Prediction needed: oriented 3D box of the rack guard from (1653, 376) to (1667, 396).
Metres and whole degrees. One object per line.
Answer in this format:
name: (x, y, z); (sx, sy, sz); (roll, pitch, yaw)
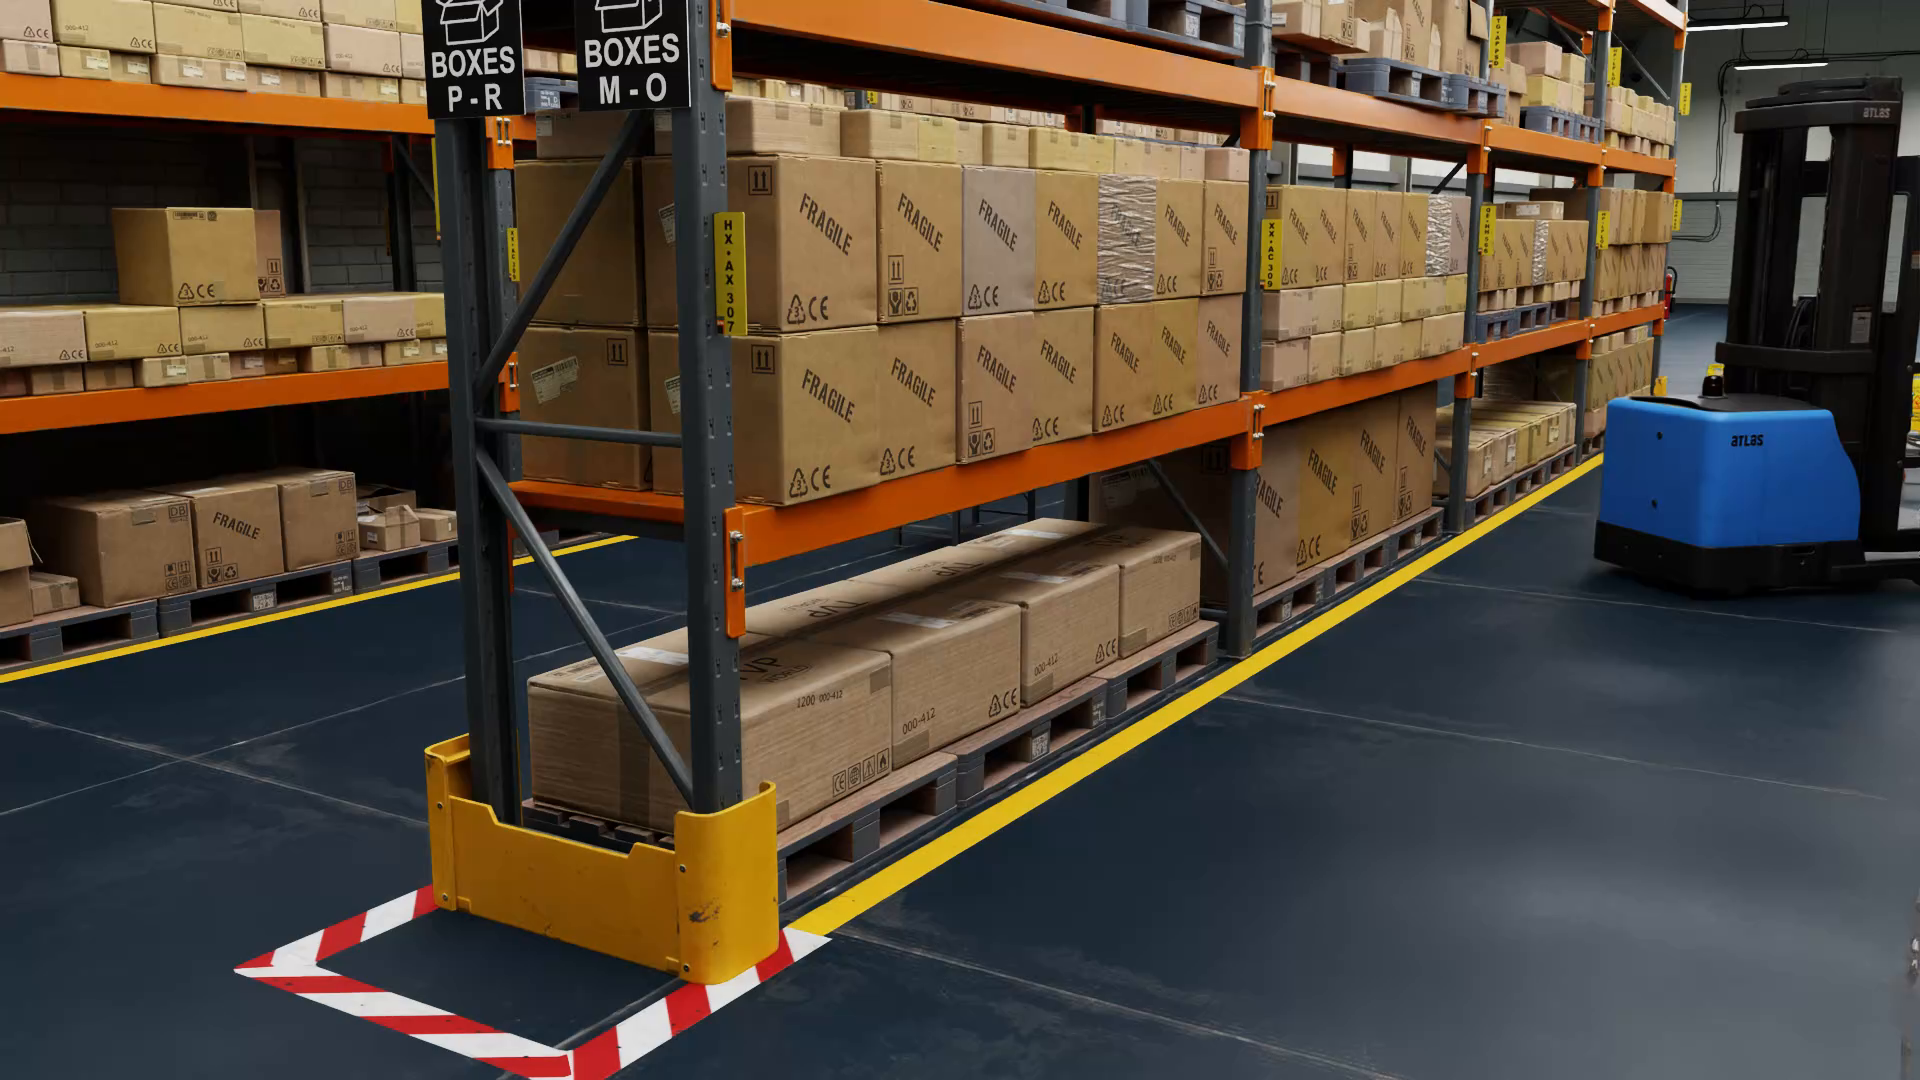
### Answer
rack guard: (7.180, -1.579, 18.446); (1.175, 0.500, 0.348); (6, 12, 31)

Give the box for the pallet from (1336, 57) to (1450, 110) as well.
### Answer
pallet: (2.199, -2.661, 9.792); (1.003, 0.211, 1.213); (7, 13, 33)

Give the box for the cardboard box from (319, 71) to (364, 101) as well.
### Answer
cardboard box: (-3.597, -2.555, 9.394); (0.380, 0.149, 0.250); (6, 12, 30)

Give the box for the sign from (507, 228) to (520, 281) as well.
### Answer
sign: (-2.787, -1.781, 10.379); (0.100, 0.325, 0.005); (6, 12, 31)

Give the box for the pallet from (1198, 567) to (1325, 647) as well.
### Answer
pallet: (1.326, 0.309, 9.143); (1.003, 0.211, 1.213); (6, 12, 31)

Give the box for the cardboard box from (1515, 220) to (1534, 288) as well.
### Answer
cardboard box: (4.032, -2.179, 12.635); (0.500, 0.500, 0.500); (7, 12, 32)

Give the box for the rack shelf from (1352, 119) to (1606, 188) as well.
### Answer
rack shelf: (4.105, -2.997, 13.030); (1.077, 0.370, 4.000); (6, 12, 31)

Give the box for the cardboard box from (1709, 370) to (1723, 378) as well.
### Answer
cardboard box: (6.680, -1.169, 14.197); (0.500, 0.500, 0.500); (6, 12, 31)

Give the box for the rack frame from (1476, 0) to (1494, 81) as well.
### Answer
rack frame: (3.066, -4.511, 11.007); (1.000, 3.000, 0.127); (6, 12, 31)

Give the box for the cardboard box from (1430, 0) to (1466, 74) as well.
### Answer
cardboard box: (2.715, -3.118, 10.307); (0.700, 0.500, 0.500); (6, 12, 28)

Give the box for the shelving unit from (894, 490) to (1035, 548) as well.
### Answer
shelving unit: (0.044, -0.751, 11.302); (0.538, 1.500, 1.048); (6, 12, 31)

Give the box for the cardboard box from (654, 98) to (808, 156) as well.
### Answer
cardboard box: (-0.666, -1.192, 4.835); (0.380, 0.149, 0.250); (7, 13, 32)

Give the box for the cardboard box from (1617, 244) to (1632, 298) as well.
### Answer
cardboard box: (6.122, -2.588, 15.959); (0.500, 0.500, 0.500); (6, 12, 30)

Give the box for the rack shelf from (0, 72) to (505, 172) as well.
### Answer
rack shelf: (-4.293, -2.213, 8.839); (1.077, 0.370, 4.000); (6, 12, 31)

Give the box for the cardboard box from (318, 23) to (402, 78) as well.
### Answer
cardboard box: (-3.552, -2.771, 9.464); (0.500, 0.250, 0.500); (6, 12, 29)

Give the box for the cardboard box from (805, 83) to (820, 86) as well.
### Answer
cardboard box: (-1.330, -3.665, 13.156); (0.380, 0.149, 0.250); (6, 12, 29)

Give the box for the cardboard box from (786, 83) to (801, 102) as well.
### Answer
cardboard box: (-1.466, -3.476, 12.954); (0.380, 0.149, 0.250); (7, 13, 32)

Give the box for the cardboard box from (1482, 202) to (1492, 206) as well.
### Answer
cardboard box: (4.121, -2.691, 13.605); (0.380, 0.149, 0.250); (7, 13, 34)

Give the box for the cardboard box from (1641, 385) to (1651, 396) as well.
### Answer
cardboard box: (7.018, -1.518, 17.658); (0.500, 0.250, 0.500); (6, 12, 30)

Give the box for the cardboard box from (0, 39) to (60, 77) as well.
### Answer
cardboard box: (-4.488, -2.268, 7.862); (0.380, 0.149, 0.250); (7, 13, 32)

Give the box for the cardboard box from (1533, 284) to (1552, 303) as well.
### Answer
cardboard box: (4.570, -2.007, 13.481); (0.380, 0.149, 0.250); (6, 12, 31)

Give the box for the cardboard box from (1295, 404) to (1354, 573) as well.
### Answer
cardboard box: (1.706, -0.343, 9.681); (0.875, 0.875, 0.875); (7, 13, 32)

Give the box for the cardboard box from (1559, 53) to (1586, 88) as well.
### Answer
cardboard box: (4.951, -3.940, 14.021); (0.500, 0.250, 0.500); (7, 13, 32)

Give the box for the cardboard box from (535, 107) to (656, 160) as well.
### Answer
cardboard box: (-1.072, -1.239, 5.082); (0.380, 0.149, 0.250); (7, 12, 31)

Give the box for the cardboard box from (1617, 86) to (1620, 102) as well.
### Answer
cardboard box: (5.696, -3.996, 14.925); (0.380, 0.149, 0.250); (7, 13, 32)

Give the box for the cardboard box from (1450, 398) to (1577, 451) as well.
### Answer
cardboard box: (4.873, -1.023, 14.681); (0.950, 0.372, 0.625); (7, 12, 31)

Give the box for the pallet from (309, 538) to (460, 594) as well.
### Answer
pallet: (-3.612, 0.072, 10.409); (1.003, 0.211, 1.213); (6, 12, 31)

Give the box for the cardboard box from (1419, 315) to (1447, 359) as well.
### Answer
cardboard box: (2.774, -1.302, 10.579); (0.500, 0.250, 0.500); (7, 12, 32)

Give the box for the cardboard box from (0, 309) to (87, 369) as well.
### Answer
cardboard box: (-4.604, -0.975, 8.023); (0.500, 0.250, 0.500); (7, 12, 31)

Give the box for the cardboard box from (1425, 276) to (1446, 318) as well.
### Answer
cardboard box: (2.769, -1.552, 10.558); (0.500, 0.250, 0.500); (6, 12, 29)

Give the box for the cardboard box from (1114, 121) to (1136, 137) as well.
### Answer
cardboard box: (1.539, -4.458, 17.709); (0.500, 0.311, 0.500); (7, 13, 32)

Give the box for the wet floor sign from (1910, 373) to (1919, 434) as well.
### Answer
wet floor sign: (9.826, -1.399, 17.090); (0.267, 0.644, 0.232); (4, 11, 21)

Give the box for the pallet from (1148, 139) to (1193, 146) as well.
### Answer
pallet: (1.954, -4.423, 18.932); (1.003, 0.211, 1.213); (6, 12, 31)

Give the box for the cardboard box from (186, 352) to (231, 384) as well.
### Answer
cardboard box: (-4.095, -0.920, 8.817); (0.380, 0.149, 0.250); (7, 13, 32)

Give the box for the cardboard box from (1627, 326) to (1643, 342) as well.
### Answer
cardboard box: (6.760, -2.108, 17.007); (0.380, 0.149, 0.250); (7, 12, 32)

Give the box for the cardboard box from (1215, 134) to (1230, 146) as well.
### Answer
cardboard box: (2.954, -4.980, 19.981); (0.500, 0.500, 0.500); (7, 13, 33)

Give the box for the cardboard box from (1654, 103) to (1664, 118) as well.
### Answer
cardboard box: (7.013, -4.403, 17.098); (0.380, 0.149, 0.250); (6, 12, 30)

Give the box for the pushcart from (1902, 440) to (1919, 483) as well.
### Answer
pushcart: (7.118, -0.692, 14.040); (1.648, 0.377, 0.936); (2, 11, 11)

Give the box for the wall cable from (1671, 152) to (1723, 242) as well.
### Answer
wall cable: (20.079, -9.748, 47.421); (3.097, 2.526, 0.112); (6, 12, 31)

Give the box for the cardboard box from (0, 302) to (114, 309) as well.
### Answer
cardboard box: (-4.789, -1.106, 8.723); (0.500, 0.250, 0.500); (7, 13, 32)

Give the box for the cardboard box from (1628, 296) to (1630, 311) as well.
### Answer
cardboard box: (6.360, -2.329, 16.340); (0.380, 0.149, 0.250); (6, 12, 30)

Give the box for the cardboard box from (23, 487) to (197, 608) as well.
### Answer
cardboard box: (-4.456, 0.027, 8.724); (0.700, 0.500, 0.500); (7, 13, 33)

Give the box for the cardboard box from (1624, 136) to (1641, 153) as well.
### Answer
cardboard box: (6.259, -3.762, 15.842); (0.380, 0.149, 0.250); (6, 12, 30)

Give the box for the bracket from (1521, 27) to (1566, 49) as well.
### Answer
bracket: (13.054, -11.258, 37.269); (0.076, 0.066, 4.783); (6, 12, 31)

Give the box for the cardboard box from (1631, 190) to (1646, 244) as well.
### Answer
cardboard box: (6.125, -3.081, 15.876); (0.700, 0.500, 0.500); (6, 12, 29)

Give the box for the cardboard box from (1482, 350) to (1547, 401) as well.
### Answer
cardboard box: (5.221, -1.533, 15.699); (0.500, 0.500, 0.500); (6, 12, 30)

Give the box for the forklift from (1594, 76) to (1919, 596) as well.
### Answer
forklift: (5.531, -1.252, 10.089); (3.031, 2.935, 1.130); (-3, 11, -16)

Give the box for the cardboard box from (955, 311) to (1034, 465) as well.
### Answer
cardboard box: (-0.074, -0.561, 5.944); (0.500, 0.500, 0.500); (6, 12, 30)

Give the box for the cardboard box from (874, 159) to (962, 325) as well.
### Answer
cardboard box: (-0.332, -0.974, 5.433); (0.500, 0.500, 0.500); (6, 12, 29)

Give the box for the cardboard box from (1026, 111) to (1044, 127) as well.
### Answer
cardboard box: (0.588, -4.069, 16.070); (0.380, 0.149, 0.250); (6, 12, 31)

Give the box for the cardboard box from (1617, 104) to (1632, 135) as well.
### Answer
cardboard box: (5.865, -3.863, 15.298); (0.500, 0.250, 0.500); (6, 12, 30)

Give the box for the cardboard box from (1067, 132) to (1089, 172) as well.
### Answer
cardboard box: (0.269, -1.478, 6.361); (0.380, 0.149, 0.250); (6, 12, 31)

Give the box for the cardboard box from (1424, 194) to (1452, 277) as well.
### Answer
cardboard box: (2.762, -1.915, 10.455); (0.500, 0.500, 0.500); (7, 12, 32)
